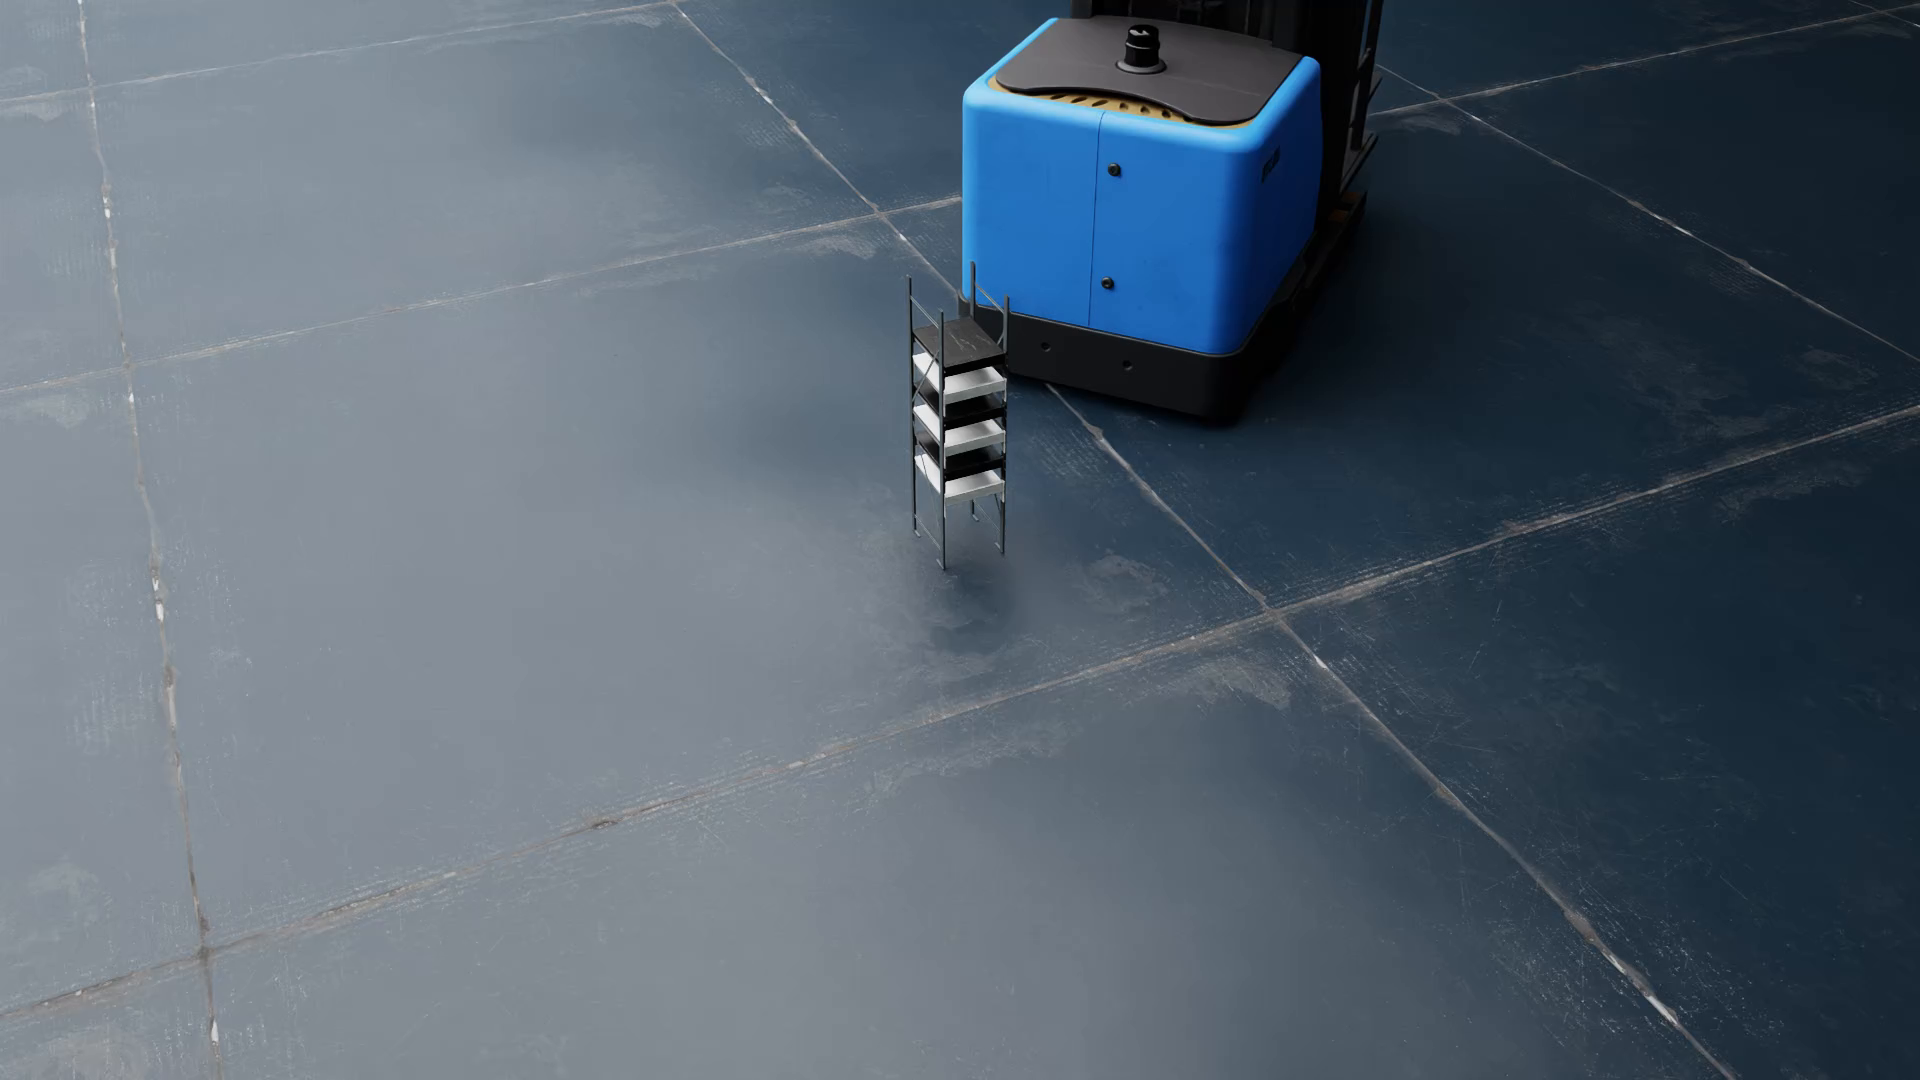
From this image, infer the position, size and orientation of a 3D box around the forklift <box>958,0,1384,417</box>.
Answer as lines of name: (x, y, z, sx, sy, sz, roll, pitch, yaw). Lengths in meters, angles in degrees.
forklift: (1.061, -2.469, 6.118, 1.130, 2.935, 3.031, 15, 39, 19)

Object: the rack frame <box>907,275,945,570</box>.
rack frame: (-0.099, -0.334, 4.944, 0.006, 0.900, 0.240, -16, 39, -20)

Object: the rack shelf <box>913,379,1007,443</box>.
rack shelf: (-0.007, -0.405, 4.945, 0.200, 0.077, 0.258, -16, 39, -20)

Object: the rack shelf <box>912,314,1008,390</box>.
rack shelf: (-0.007, -0.549, 4.838, 0.200, 0.077, 0.258, -16, 39, -20)

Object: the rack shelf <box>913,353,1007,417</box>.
rack shelf: (-0.007, -0.477, 4.892, 0.200, 0.077, 0.258, -16, 39, -20)

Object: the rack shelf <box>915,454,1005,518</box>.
rack shelf: (-0.007, -0.188, 5.106, 0.200, 0.077, 0.258, -16, 39, -20)

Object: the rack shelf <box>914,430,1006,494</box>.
rack shelf: (-0.007, -0.260, 5.053, 0.200, 0.077, 0.258, -16, 39, -20)

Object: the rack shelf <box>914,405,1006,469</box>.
rack shelf: (-0.007, -0.333, 4.999, 0.200, 0.077, 0.258, -16, 39, -20)

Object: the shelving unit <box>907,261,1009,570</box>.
shelving unit: (-0.007, -0.359, 4.979, 0.210, 0.900, 0.258, -16, 39, -20)

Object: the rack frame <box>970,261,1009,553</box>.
rack frame: (0.085, -0.385, 5.014, 0.006, 0.900, 0.240, -16, 39, -20)
